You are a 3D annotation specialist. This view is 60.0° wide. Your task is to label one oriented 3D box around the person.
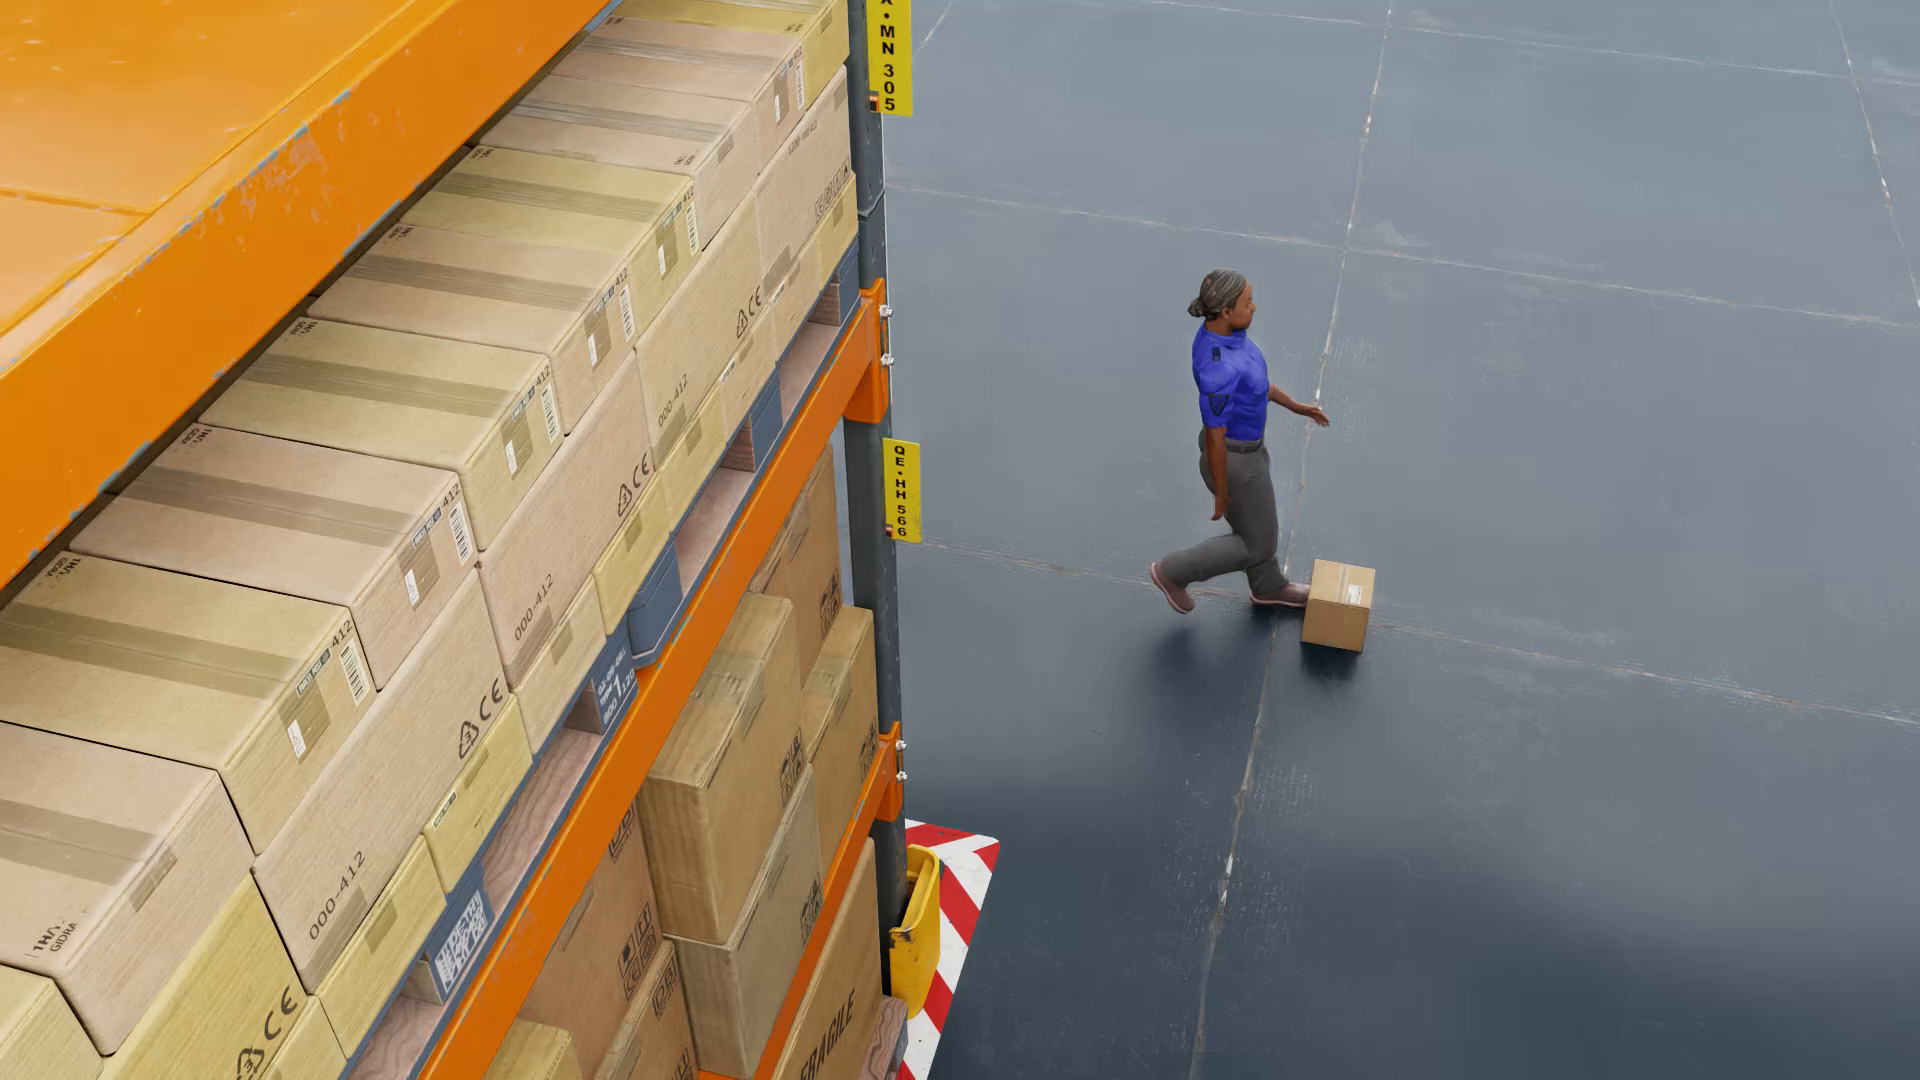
[{"bbox_3d":[1.158,-0.334,6.552,0.743,1.609,0.525,3,41,4],"label":"person"}]
